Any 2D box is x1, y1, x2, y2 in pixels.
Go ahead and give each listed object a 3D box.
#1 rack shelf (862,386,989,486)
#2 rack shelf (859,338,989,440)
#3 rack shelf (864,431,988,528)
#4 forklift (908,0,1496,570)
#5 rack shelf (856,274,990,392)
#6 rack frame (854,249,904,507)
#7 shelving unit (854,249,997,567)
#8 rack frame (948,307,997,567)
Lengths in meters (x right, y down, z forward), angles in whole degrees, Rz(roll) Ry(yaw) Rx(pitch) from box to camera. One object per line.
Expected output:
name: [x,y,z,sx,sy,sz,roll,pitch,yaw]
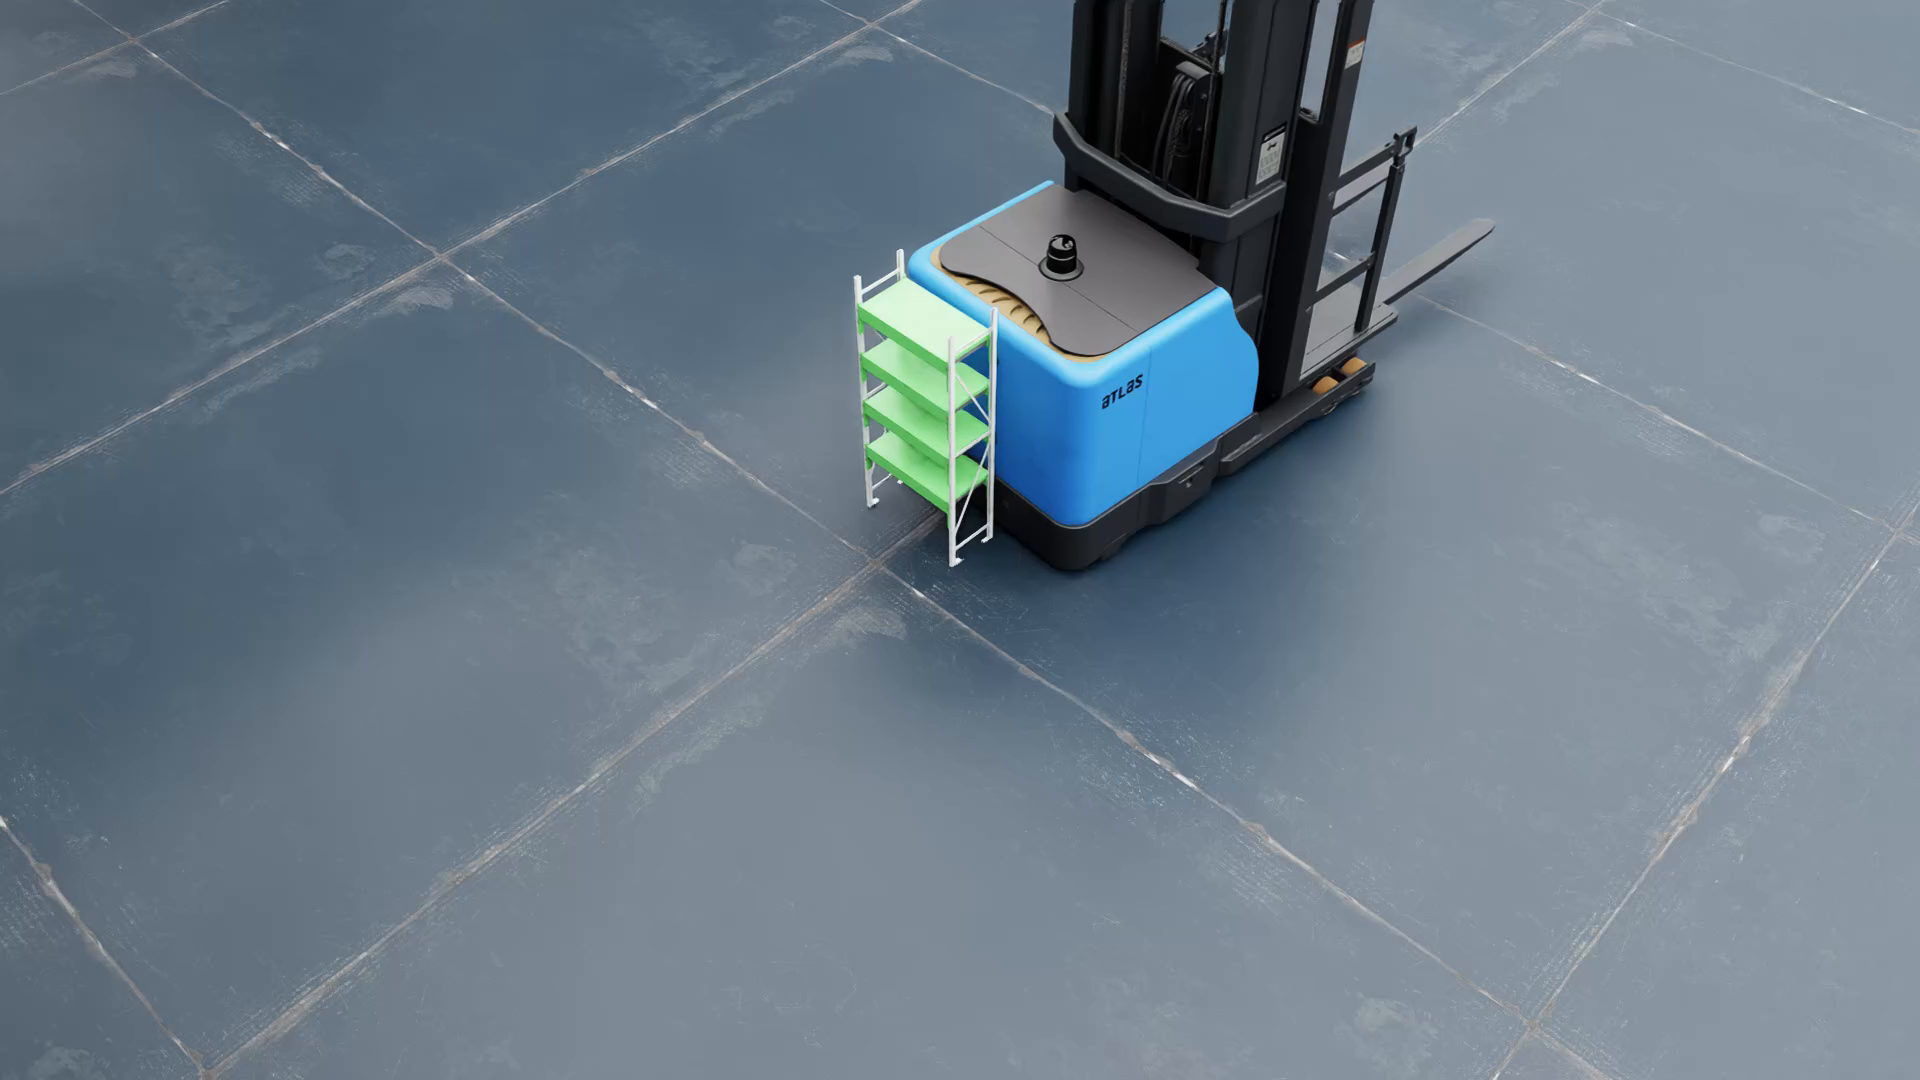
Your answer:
rack shelf: [-0.128,-0.446,6.542,0.480,0.148,0.258,36,56,29]
rack shelf: [-0.128,-0.610,6.367,0.480,0.148,0.258,36,56,29]
rack shelf: [-0.128,-0.282,6.717,0.480,0.148,0.258,36,56,29]
forklift: [1.219,-1.820,6.557,3.031,2.935,1.130,-33,55,-27]
rack shelf: [-0.128,-0.775,6.192,0.480,0.148,0.258,36,56,29]
rack frame: [-0.301,-0.615,6.613,0.015,1.200,0.240,36,56,29]
shelving unit: [-0.128,-0.490,6.496,0.503,1.200,0.258,36,56,29]
rack frame: [0.046,-0.365,6.378,0.015,1.200,0.240,36,56,29]
